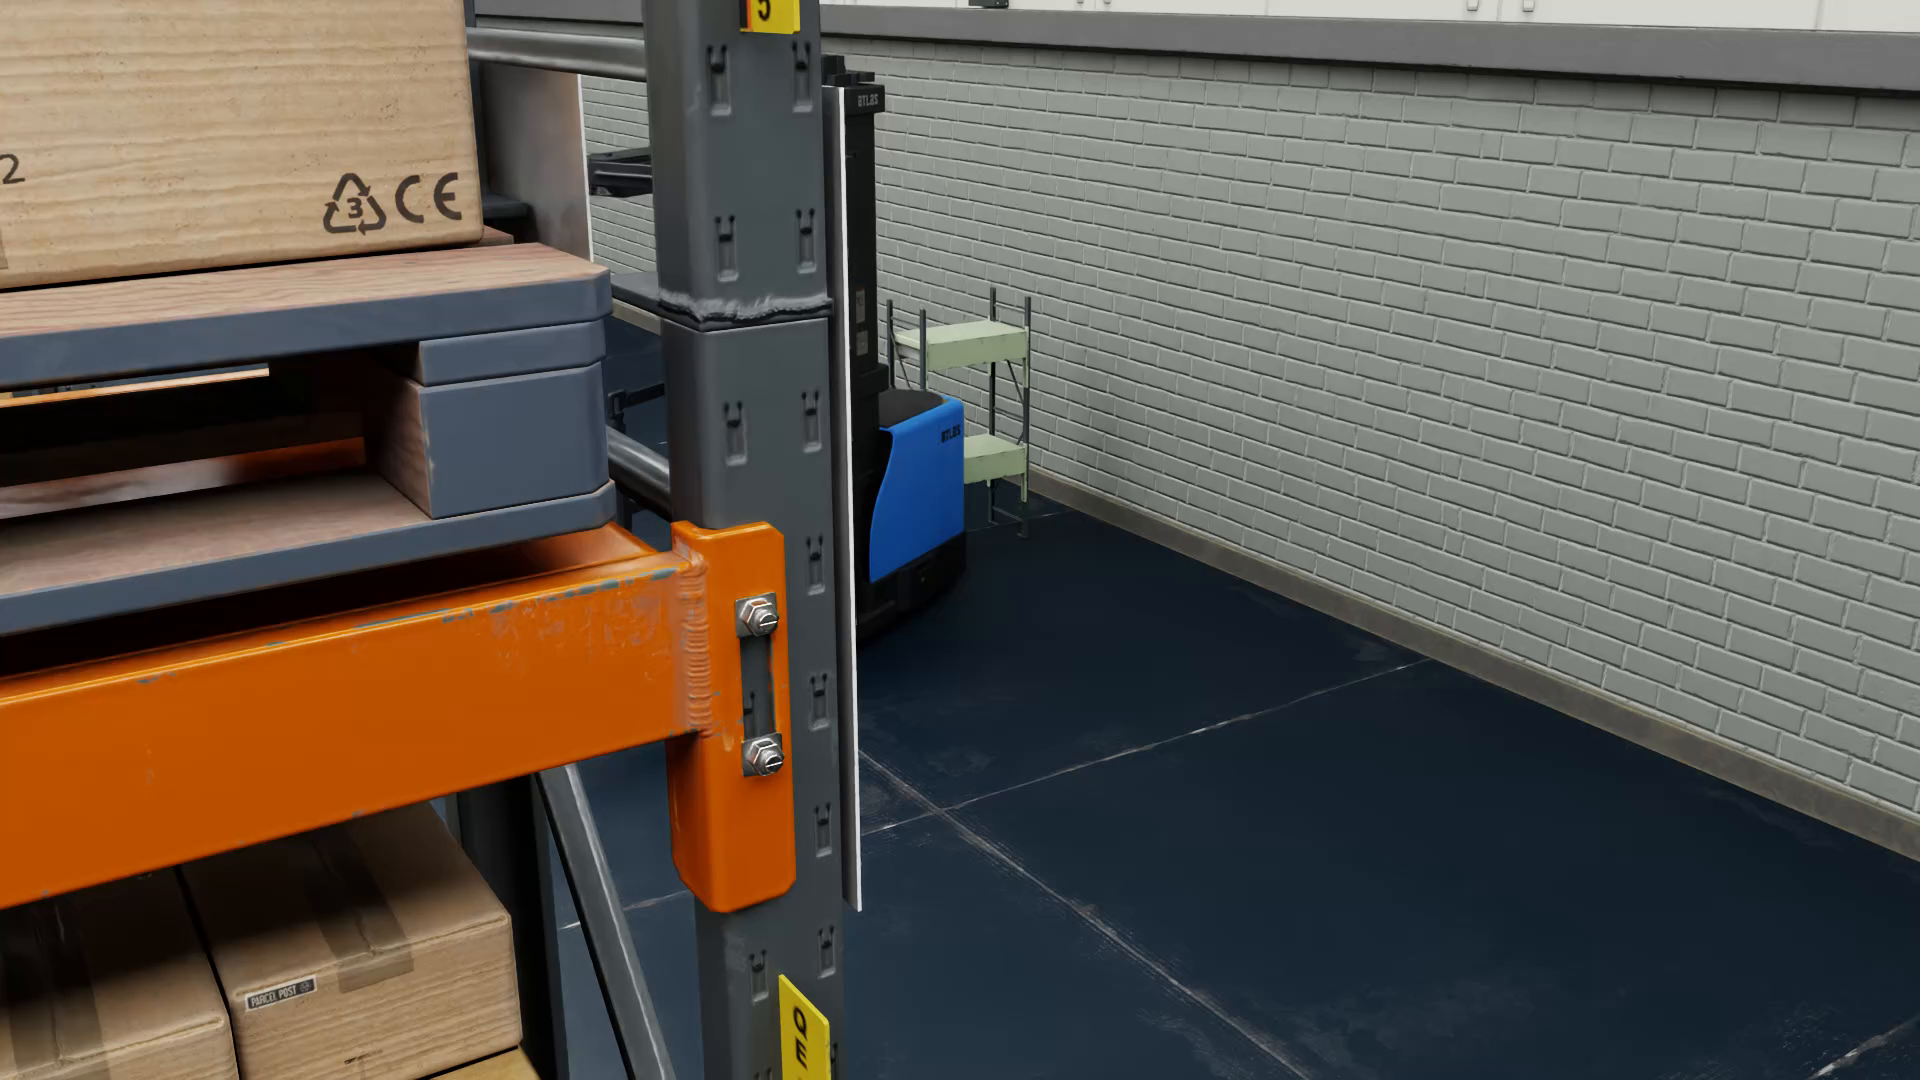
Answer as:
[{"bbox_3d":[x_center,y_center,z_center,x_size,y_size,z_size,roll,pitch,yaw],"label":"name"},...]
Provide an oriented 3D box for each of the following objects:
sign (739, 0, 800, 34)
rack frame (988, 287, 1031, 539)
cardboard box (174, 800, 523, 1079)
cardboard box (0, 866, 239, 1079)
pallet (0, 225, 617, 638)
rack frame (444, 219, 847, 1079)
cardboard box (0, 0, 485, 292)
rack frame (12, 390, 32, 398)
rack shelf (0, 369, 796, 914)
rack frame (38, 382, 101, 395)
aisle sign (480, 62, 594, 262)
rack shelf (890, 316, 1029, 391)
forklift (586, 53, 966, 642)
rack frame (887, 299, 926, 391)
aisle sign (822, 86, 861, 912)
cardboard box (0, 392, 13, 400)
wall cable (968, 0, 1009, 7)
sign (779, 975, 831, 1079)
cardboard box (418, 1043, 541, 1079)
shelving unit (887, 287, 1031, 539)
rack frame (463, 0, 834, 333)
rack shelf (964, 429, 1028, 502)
[{"bbox_3d":[-0.151,-0.552,1.253,0.005,0.325,0.100,-12,22,-31],"label":"sign"},{"bbox_3d":[0.300,-0.774,10.192,0.023,1.500,0.400,-12,22,-31],"label":"rack frame"},{"bbox_3d":[-0.628,0.391,1.674,0.250,0.149,0.380,-12,22,-31],"label":"cardboard box"},{"bbox_3d":[-0.827,0.442,1.522,0.250,0.149,0.380,-11,22,-30],"label":"cardboard box"},{"bbox_3d":[-1.052,-0.143,1.438,1.213,0.211,1.003,-12,22,-31],"label":"pallet"},{"bbox_3d":[-0.438,1.103,2.299,0.127,3.000,1.000,-12,22,-31],"label":"rack frame"},{"bbox_3d":[-0.764,-0.390,1.454,0.500,0.250,0.500,-14,23,-36],"label":"cardboard box"},{"bbox_3d":[-5.888,-1.548,10.140,0.127,3.000,1.000,-12,22,-31],"label":"rack frame"},{"bbox_3d":[-2.108,0.375,0.892,4.000,0.370,1.077,-12,22,-31],"label":"rack shelf"},{"bbox_3d":[-3.245,-0.203,6.163,0.127,3.000,1.000,-12,22,-31],"label":"rack frame"},{"bbox_3d":[-0.537,-0.219,2.150,0.004,0.787,0.394,-12,22,-31],"label":"aisle sign"},{"bbox_3d":[-0.006,-1.079,9.876,0.720,0.370,0.431,-12,22,-31],"label":"rack shelf"},{"bbox_3d":[-1.122,-0.823,8.104,1.130,2.935,3.031,10,21,28],"label":"forklift"},{"bbox_3d":[-0.311,-0.645,9.810,0.023,1.500,0.400,-12,22,-31],"label":"rack frame"},{"bbox_3d":[-0.208,-0.058,1.675,0.004,0.787,0.394,-12,22,-31],"label":"aisle sign"},{"bbox_3d":[-3.490,-0.718,5.504,0.500,0.500,0.500,-12,22,-32],"label":"cardboard box"},{"bbox_3d":[0.730,-5.988,8.883,0.120,5.999,2.277,-12,22,-31],"label":"wall cable"},{"bbox_3d":[-0.151,0.590,1.639,0.005,0.325,0.100,-12,22,-31],"label":"sign"},{"bbox_3d":[-0.710,0.730,1.683,0.500,0.500,0.500,-11,22,-30],"label":"cardboard box"},{"bbox_3d":[-0.006,-0.709,10.001,0.755,1.500,0.431,-12,22,-31],"label":"shelving unit"},{"bbox_3d":[-0.438,-1.739,1.338,0.127,3.000,1.000,-12,22,-31],"label":"rack frame"},{"bbox_3d":[-0.006,-0.400,10.106,0.720,0.370,0.431,-12,22,-31],"label":"rack shelf"}]
